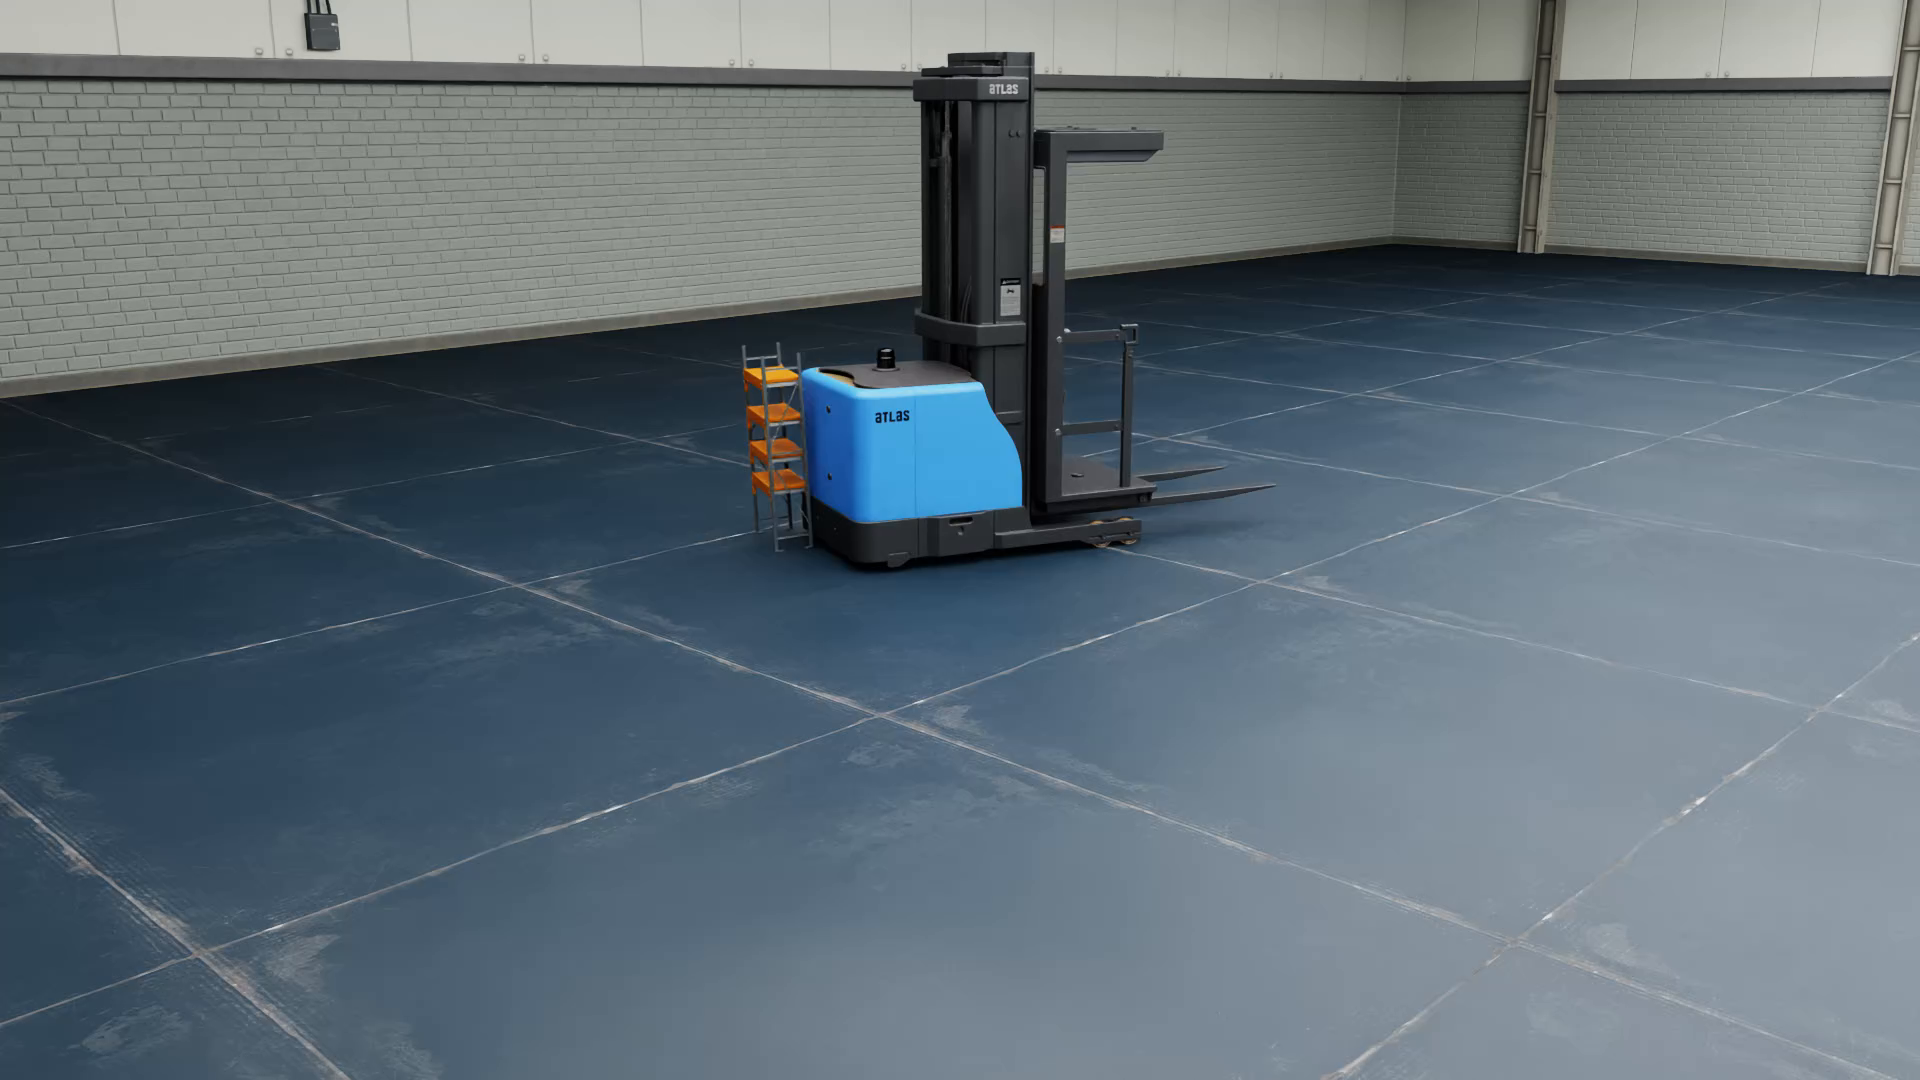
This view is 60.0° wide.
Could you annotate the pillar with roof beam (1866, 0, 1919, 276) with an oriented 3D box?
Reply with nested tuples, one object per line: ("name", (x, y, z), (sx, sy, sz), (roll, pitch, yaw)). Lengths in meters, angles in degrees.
("pillar with roof beam", (11.973, -7.885, 22.846), (0.400, 9.000, 9.100), (14, 20, 42))

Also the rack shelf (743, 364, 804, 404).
("rack shelf", (-1.142, -0.957, 10.144), (0.258, 0.148, 0.480), (-8, 16, -19))

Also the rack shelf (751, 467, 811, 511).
("rack shelf", (-1.115, -0.322, 10.320), (0.258, 0.148, 0.480), (-8, 16, -19))

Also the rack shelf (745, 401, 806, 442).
("rack shelf", (-1.133, -0.729, 10.207), (0.258, 0.148, 0.480), (-8, 16, -19))

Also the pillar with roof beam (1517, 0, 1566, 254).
("pillar with roof beam", (7.654, -8.935, 26.876), (0.400, 9.000, 9.100), (14, 20, 42))

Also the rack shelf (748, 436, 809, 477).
("rack shelf", (-1.123, -0.513, 10.267), (0.258, 0.148, 0.480), (-8, 16, -19))

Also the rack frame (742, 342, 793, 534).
("rack frame", (-1.211, -0.636, 10.471), (0.240, 1.200, 0.015), (-8, 16, -19))

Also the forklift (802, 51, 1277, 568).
("forklift", (0.573, -1.484, 10.314), (3.031, 2.935, 1.130), (-7, 16, -24))

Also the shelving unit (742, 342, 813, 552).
("shelving unit", (-1.126, -0.578, 10.249), (0.258, 1.200, 0.503), (-8, 16, -19))

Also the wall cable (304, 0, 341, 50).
("wall cable", (-5.824, -8.120, 17.005), (0.169, 6.003, 2.305), (14, 20, 42))

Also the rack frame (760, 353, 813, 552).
("rack frame", (-1.041, -0.521, 10.028), (0.240, 1.200, 0.015), (-8, 16, -19))
